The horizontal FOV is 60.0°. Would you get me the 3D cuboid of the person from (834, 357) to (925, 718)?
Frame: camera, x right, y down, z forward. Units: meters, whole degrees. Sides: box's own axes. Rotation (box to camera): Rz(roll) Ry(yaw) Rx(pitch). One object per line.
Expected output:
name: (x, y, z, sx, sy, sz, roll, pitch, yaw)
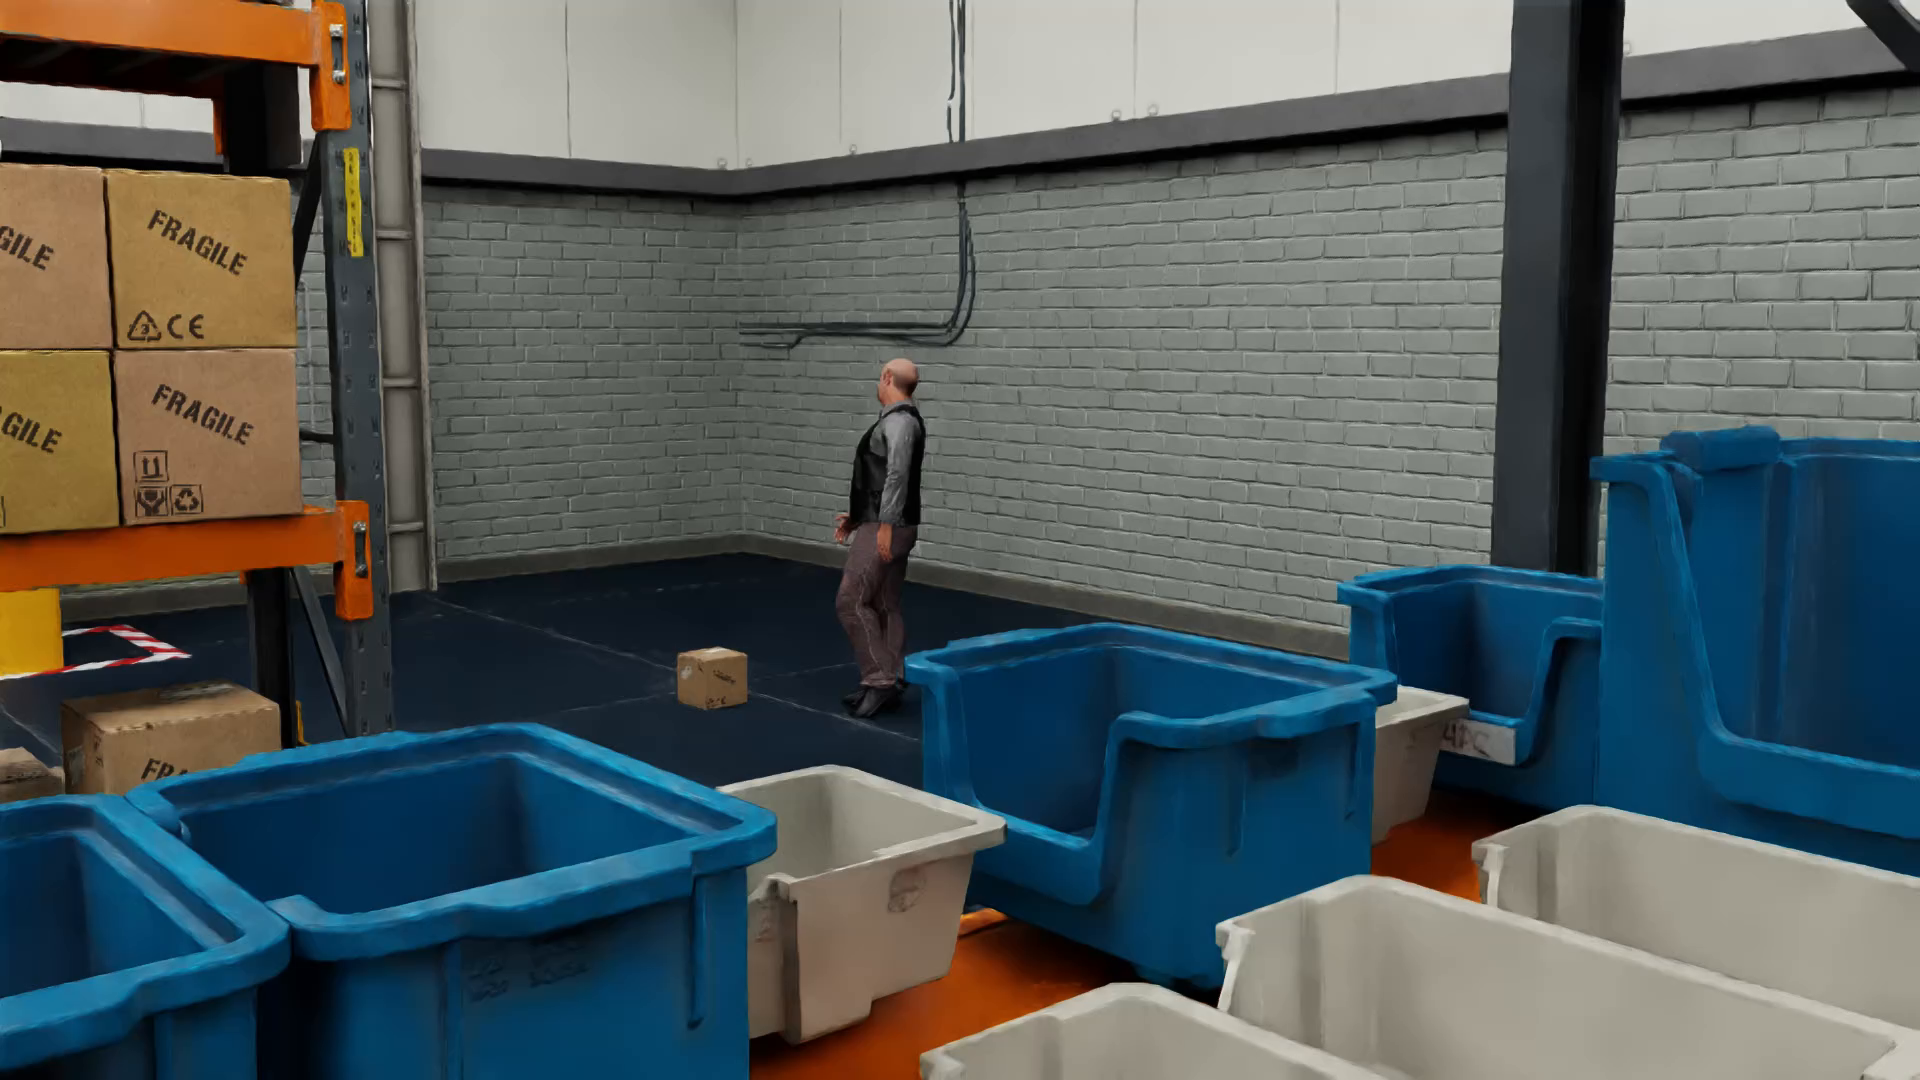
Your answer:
person: (-0.403, -0.009, 8.167, 0.460, 1.761, 0.614, 0, 7, 2)
